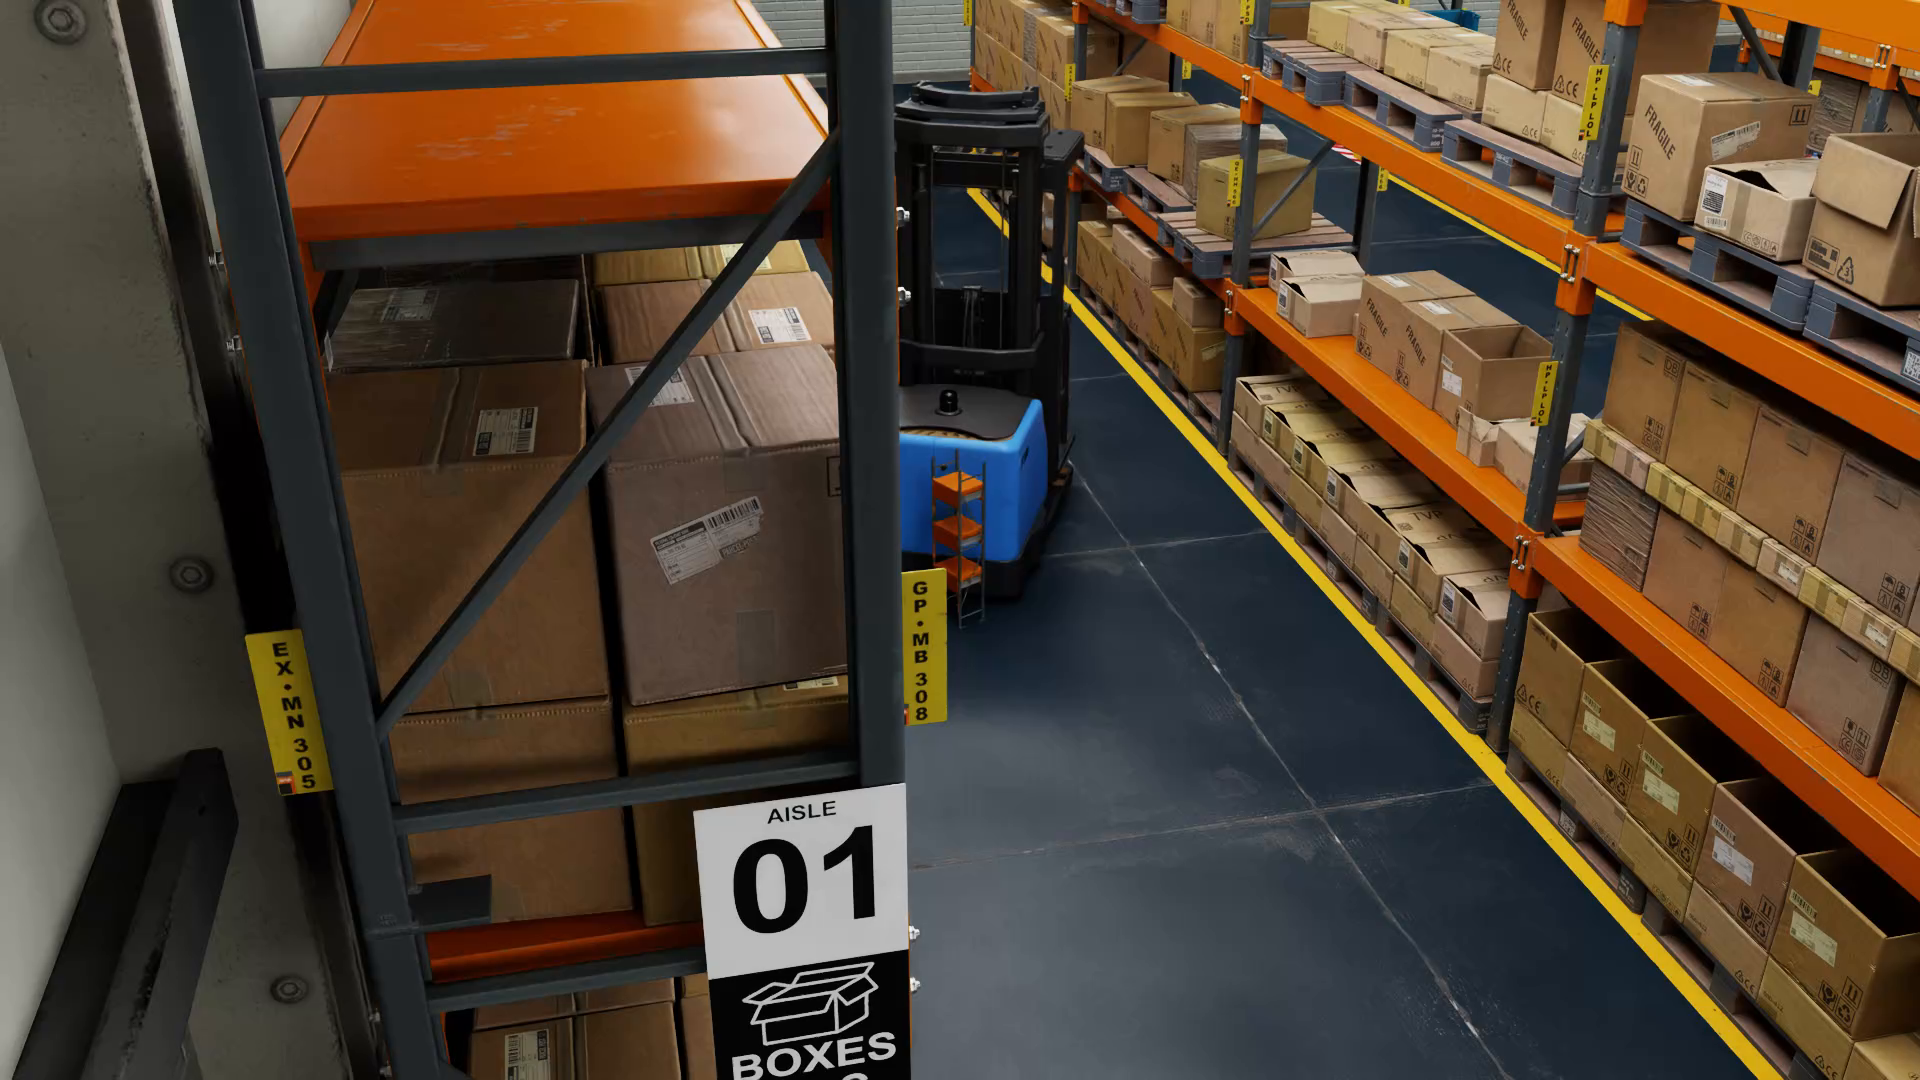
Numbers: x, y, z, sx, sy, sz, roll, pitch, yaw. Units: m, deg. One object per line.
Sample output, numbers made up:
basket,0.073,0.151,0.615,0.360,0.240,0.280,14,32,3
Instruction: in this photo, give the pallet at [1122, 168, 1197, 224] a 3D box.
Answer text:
pallet,1.978,-2.798,13.525,1.003,0.211,1.213,-6,27,-12

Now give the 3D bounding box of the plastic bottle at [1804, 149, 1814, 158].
plastic bottle,7.249,-3.215,14.266,0.061,0.283,0.133,-6,27,-12

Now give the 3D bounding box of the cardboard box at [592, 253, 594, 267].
cardboard box,-0.865,-0.949,5.076,0.500,0.500,0.500,-7,28,-13

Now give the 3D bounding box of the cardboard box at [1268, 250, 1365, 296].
cardboard box,2.460,-1.827,11.486,0.500,0.311,0.500,-4,27,-8

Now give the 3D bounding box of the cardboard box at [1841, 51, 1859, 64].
cardboard box,10.376,-5.571,19.083,0.380,0.149,0.250,-7,28,-13

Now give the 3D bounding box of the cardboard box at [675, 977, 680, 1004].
cardboard box,-0.643,1.347,5.244,0.500,0.250,0.500,-6,27,-12

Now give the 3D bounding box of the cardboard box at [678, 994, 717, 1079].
cardboard box,-0.417,1.469,4.169,0.500,0.500,0.500,-6,27,-12

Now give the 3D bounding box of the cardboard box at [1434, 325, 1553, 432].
cardboard box,3.046,-0.890,9.419,0.500,0.500,0.500,-4,27,-8

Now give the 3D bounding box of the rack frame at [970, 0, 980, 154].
rack frame,0.617,-5.543,18.749,1.000,3.000,0.127,-6,27,-12

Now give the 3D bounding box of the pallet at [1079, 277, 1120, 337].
pallet,1.739,-2.189,15.199,1.003,0.211,1.213,-6,27,-12

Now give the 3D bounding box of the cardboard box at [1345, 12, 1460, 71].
cardboard box,2.713,-3.069,10.219,0.500,0.250,0.500,-5,27,-10

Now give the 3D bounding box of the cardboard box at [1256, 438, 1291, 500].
cardboard box,2.366,-0.510,11.364,0.500,0.250,0.500,-7,28,-13

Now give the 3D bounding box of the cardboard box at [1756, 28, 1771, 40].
cardboard box,10.028,-6.246,20.420,0.380,0.149,0.250,-6,27,-11

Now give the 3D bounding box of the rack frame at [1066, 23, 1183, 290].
rack frame,1.519,-3.787,15.270,1.000,3.000,0.127,-6,27,-12

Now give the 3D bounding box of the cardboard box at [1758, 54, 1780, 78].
cardboard box,10.492,-5.513,20.583,0.875,0.875,0.875,-6,27,-12

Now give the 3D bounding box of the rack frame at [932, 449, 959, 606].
rack frame,-0.086,-0.043,10.017,0.200,1.050,0.008,-20,33,-35

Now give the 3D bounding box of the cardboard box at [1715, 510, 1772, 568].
cardboard box,3.425,-0.023,6.982,0.380,0.149,0.250,-7,28,-13

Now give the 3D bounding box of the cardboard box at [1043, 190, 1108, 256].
cardboard box,1.114,-3.089,16.173,0.500,0.500,0.500,-6,27,-12

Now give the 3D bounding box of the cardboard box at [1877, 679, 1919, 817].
cardboard box,3.901,0.782,6.108,0.700,0.500,0.500,-6,27,-11

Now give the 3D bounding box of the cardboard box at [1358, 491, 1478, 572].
cardboard box,2.718,-0.081,9.891,0.500,0.311,0.500,-6,27,-12

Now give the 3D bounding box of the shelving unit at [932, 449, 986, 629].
shelving unit,-0.008,-0.001,9.933,0.215,1.050,0.252,-20,33,-35

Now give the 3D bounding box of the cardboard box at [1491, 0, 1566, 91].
cardboard box,3.070,-2.592,8.441,0.500,0.500,0.500,-3,27,-7

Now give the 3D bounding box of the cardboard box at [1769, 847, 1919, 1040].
cardboard box,3.573,1.544,6.462,0.500,0.500,0.500,-6,27,-12

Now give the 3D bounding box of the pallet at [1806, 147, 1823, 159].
pallet,10.798,-4.425,19.629,1.003,0.211,1.213,-6,27,-12

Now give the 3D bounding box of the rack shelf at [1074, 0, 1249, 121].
rack shelf,1.970,-3.927,13.017,1.077,0.370,4.000,-6,27,-12

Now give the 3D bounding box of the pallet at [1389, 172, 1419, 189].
pallet,5.592,-4.433,19.646,1.003,0.211,1.213,-6,27,-12

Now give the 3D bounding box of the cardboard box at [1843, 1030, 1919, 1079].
cardboard box,3.690,2.098,6.197,0.500,0.250,0.500,-6,27,-12

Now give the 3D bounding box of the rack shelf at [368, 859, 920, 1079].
rack shelf,-1.053,0.090,5.059,1.077,0.370,4.000,-6,27,-12

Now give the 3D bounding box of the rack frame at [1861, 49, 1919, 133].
rack frame,7.247,-2.532,12.784,1.000,3.000,0.127,-6,27,-12

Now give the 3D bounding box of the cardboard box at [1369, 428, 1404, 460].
cardboard box,3.013,-0.587,10.893,0.500,0.311,0.500,-6,27,-12

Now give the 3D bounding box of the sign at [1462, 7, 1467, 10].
sign,5.977,-6.180,19.830,0.100,0.325,0.005,-6,27,-12

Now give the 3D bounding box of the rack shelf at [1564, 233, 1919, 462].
rack shelf,3.773,-0.415,6.059,1.077,0.370,4.000,-6,27,-12

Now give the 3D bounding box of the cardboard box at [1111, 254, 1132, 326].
cardboard box,1.627,-2.177,14.367,0.500,0.500,0.500,-6,27,-11

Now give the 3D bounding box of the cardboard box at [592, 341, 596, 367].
cardboard box,-1.298,-0.247,4.796,0.500,0.500,0.500,-4,27,-8

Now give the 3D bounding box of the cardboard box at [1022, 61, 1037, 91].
cardboard box,0.921,-4.476,16.525,0.500,0.500,0.500,-5,27,-10

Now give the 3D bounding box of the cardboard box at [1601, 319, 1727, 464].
cardboard box,3.428,-0.704,7.612,0.700,0.500,0.500,-6,27,-11

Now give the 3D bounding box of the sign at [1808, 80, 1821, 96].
sign,3.862,-1.937,7.615,0.100,0.325,0.005,-6,27,-12

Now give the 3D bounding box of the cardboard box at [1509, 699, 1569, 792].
cardboard box,3.131,1.000,8.373,0.500,0.250,0.500,-6,27,-12

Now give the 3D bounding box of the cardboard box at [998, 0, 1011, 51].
cardboard box,0.694,-5.363,17.173,0.500,0.500,0.500,-6,27,-11

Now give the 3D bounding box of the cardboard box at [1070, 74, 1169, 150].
cardboard box,1.408,-3.788,14.696,0.700,0.500,0.500,-16,31,-29

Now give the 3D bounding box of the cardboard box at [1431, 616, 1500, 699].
cardboard box,2.946,0.613,9.139,0.500,0.250,0.500,-6,27,-12

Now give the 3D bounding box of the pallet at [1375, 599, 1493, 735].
pallet,3.118,0.651,9.573,1.003,0.211,1.213,-6,27,-12

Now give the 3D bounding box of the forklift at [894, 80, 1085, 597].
forklift,0.187,-1.603,11.019,1.130,2.935,3.031,6,27,12

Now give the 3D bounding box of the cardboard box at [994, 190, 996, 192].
cardboard box,0.576,-4.025,18.305,0.500,0.250,0.500,-6,27,-12

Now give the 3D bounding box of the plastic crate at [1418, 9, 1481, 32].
plastic crate,5.702,-5.959,19.467,0.616,0.435,0.499,-6,27,-12

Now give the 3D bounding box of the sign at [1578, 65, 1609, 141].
sign,2.795,-1.926,7.331,0.100,0.325,0.005,-6,27,-12

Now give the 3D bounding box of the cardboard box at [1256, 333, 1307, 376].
cardboard box,2.596,-1.340,12.709,0.500,0.500,0.500,-5,27,-9

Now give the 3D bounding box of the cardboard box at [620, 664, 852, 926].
cardboard box,-0.434,0.421,3.471,0.500,0.500,0.500,-5,27,-10
